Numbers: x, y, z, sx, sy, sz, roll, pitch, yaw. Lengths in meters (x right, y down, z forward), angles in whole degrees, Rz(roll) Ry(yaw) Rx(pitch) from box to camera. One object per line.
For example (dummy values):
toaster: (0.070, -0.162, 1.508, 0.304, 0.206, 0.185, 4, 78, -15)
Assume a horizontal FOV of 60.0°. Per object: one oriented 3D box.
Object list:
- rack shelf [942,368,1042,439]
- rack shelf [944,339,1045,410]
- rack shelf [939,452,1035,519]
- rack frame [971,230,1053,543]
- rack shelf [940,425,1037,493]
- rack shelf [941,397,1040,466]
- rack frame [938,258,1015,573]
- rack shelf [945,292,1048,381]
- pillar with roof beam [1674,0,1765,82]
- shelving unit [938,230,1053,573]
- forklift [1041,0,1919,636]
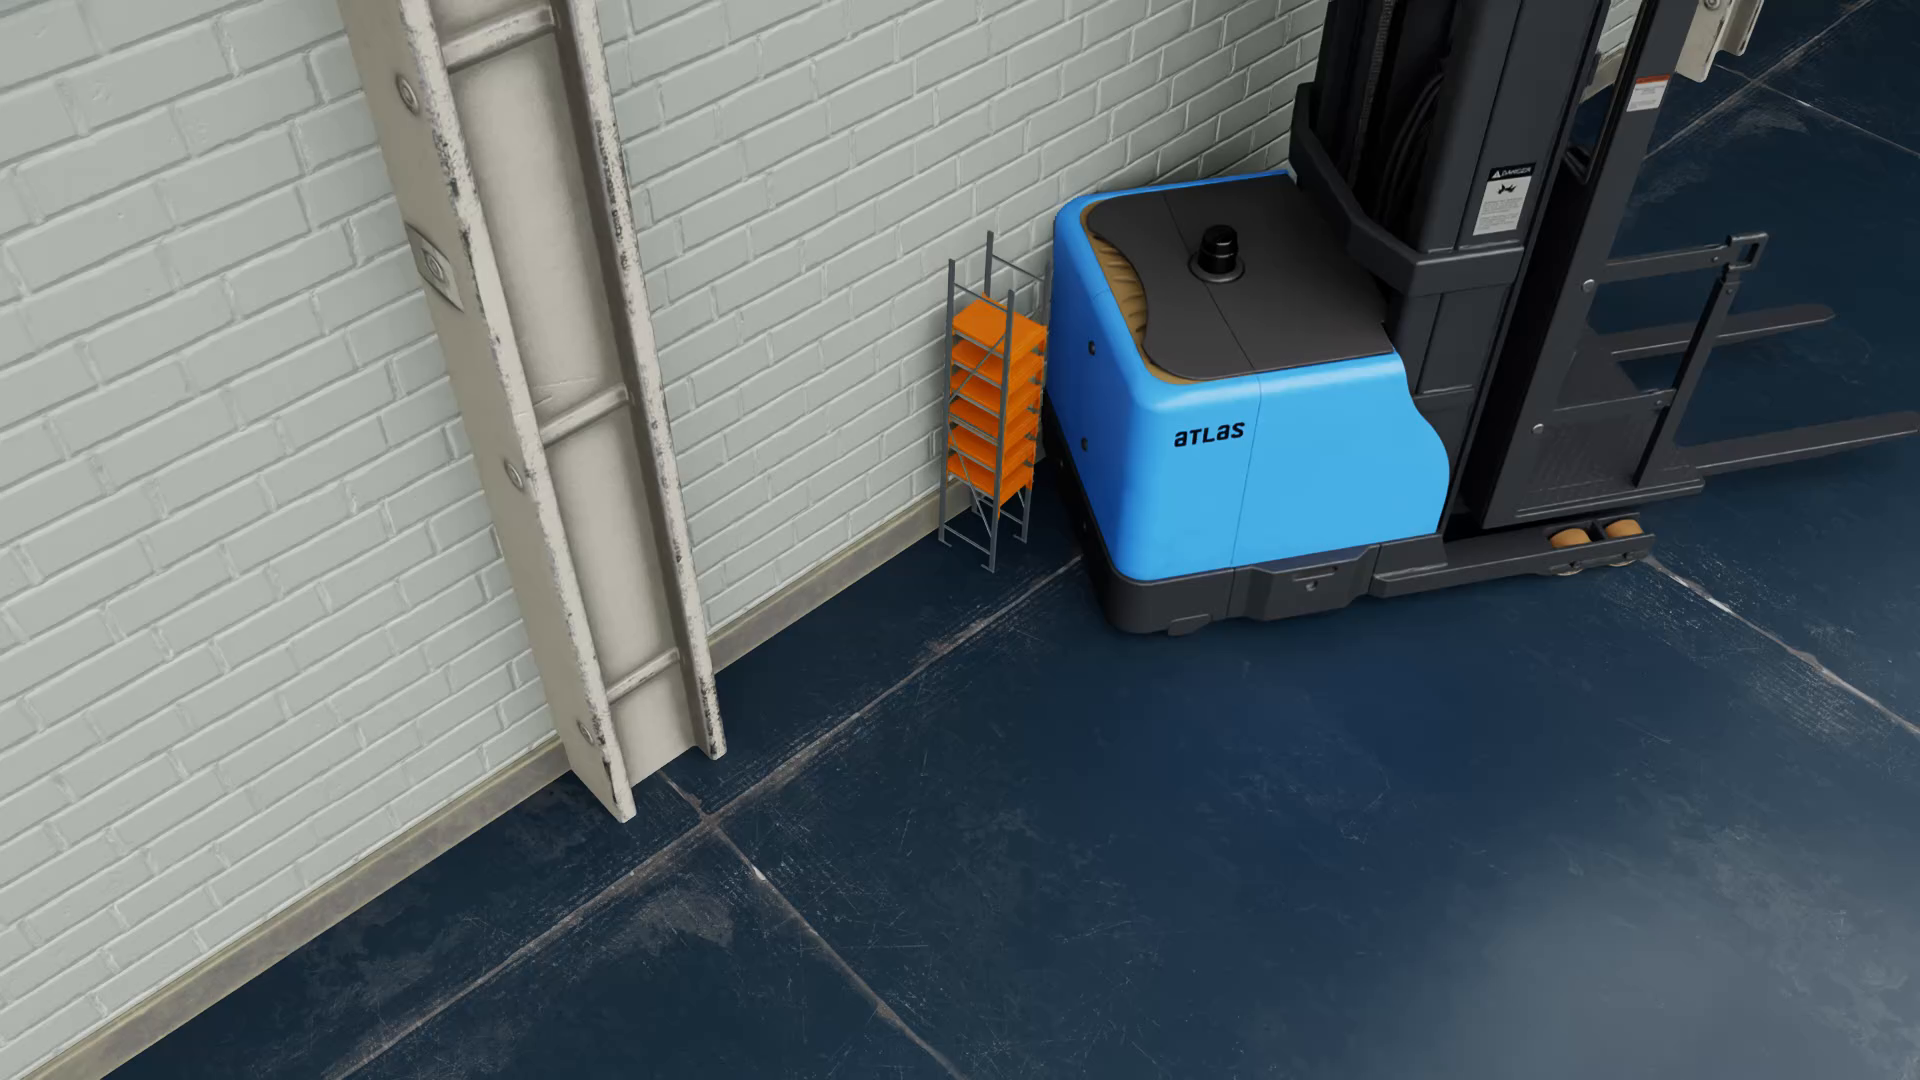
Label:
rack shelf: (0.101, -0.458, 5.246, 0.258, 0.103, 0.180, 31, 53, 24)
rack shelf: (0.106, -0.540, 5.159, 0.258, 0.103, 0.180, 31, 53, 24)
rack shelf: (0.089, -0.211, 5.508, 0.258, 0.103, 0.180, 31, 53, 24)
rack frame: (0.156, -0.457, 5.351, 0.240, 1.200, 0.006, 31, 53, 24)
rack shelf: (0.093, -0.294, 5.421, 0.258, 0.103, 0.180, 31, 53, 24)
rack shelf: (0.097, -0.376, 5.333, 0.258, 0.103, 0.180, 31, 53, 24)
rack frame: (0.042, -0.356, 5.250, 0.240, 1.200, 0.006, 31, 53, 24)
rack shelf: (0.110, -0.622, 5.071, 0.258, 0.103, 0.180, 31, 53, 24)
pillar with roof beam: (6.368, -3.010, 2.405, 0.400, 9.000, 9.100, -34, 56, -27)
shelving unit: (0.099, -0.406, 5.301, 0.258, 1.200, 0.189, 31, 53, 24)
forklift: (1.861, -1.245, 4.904, 3.031, 2.935, 1.130, -9, 48, -8)
